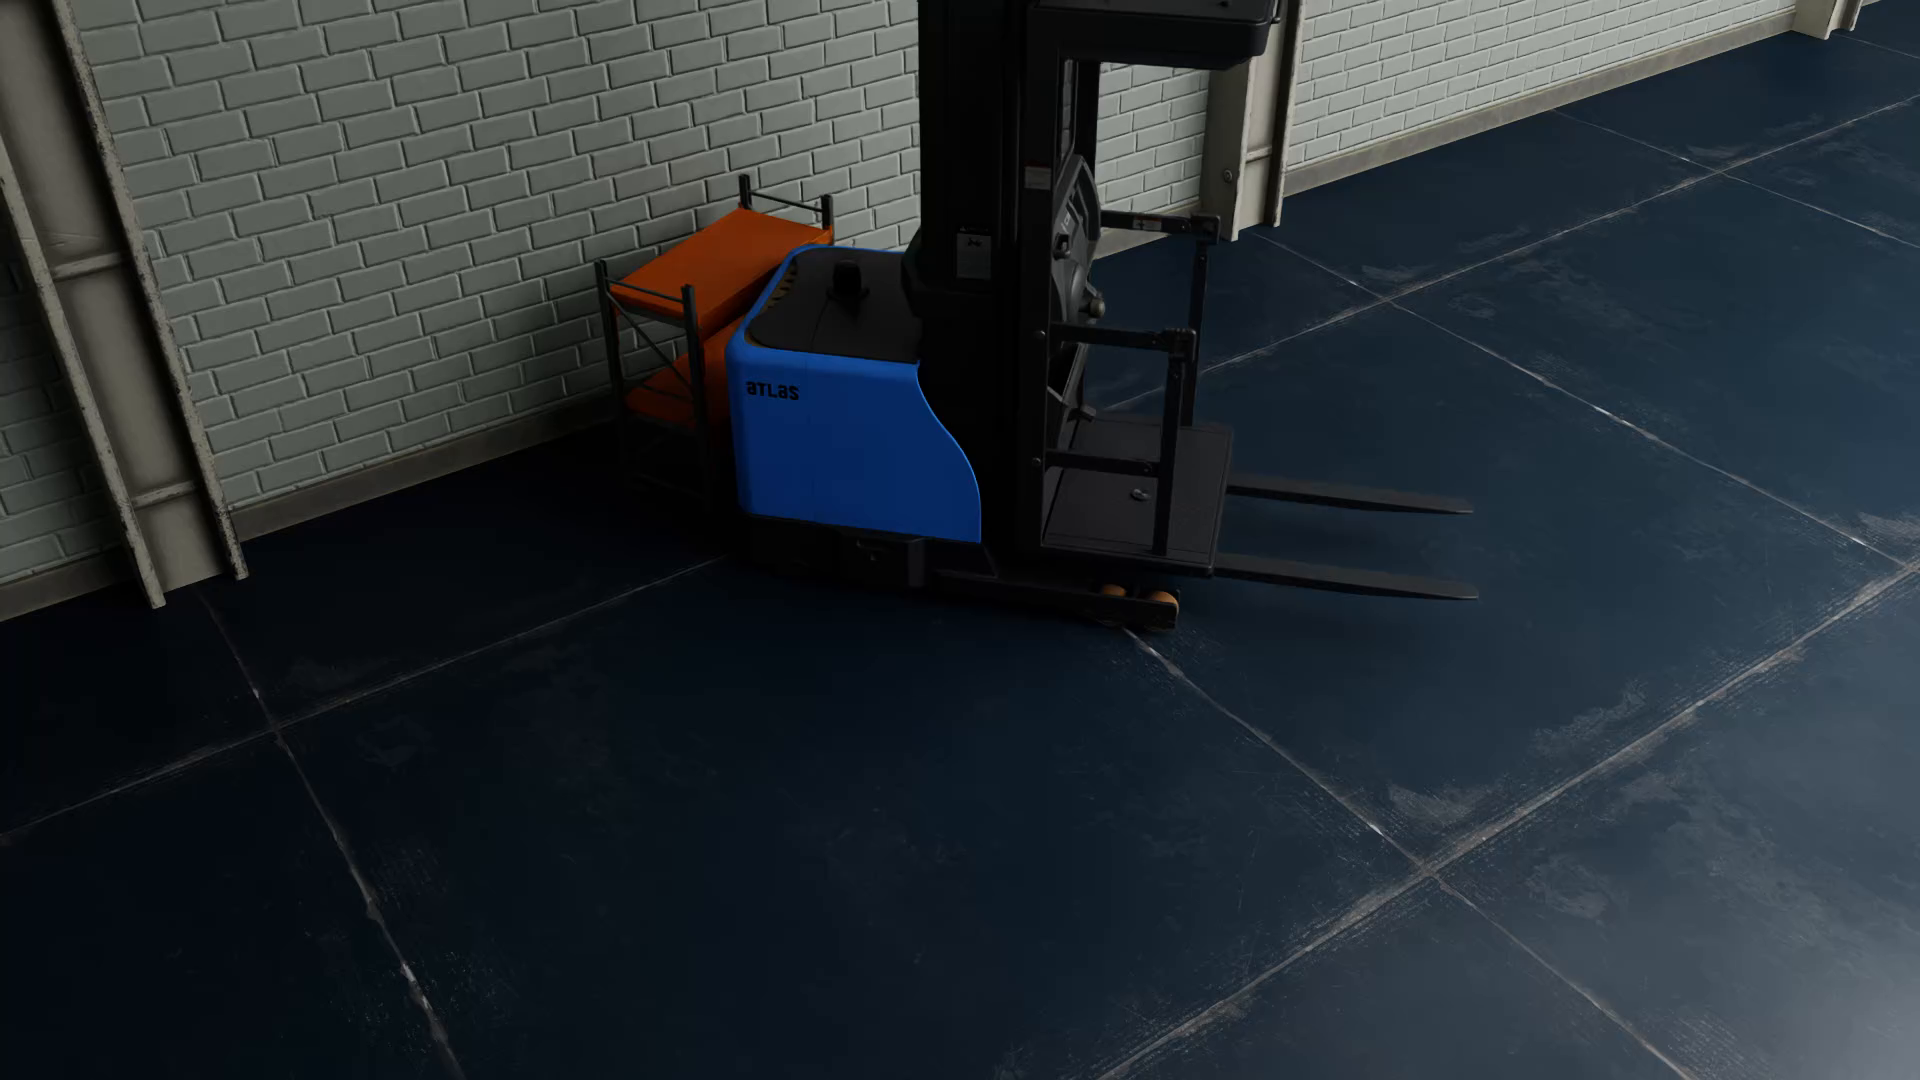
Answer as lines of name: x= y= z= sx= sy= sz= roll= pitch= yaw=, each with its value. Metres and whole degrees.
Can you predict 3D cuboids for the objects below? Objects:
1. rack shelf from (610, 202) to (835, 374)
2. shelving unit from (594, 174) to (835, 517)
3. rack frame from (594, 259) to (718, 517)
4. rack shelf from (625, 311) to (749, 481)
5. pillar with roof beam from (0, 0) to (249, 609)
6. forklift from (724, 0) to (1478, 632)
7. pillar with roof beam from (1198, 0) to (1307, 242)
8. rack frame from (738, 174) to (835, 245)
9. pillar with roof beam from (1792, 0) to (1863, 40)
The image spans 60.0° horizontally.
rack shelf: x=-1.050 y=-1.135 z=7.363 sx=0.538 sy=0.278 sz=1.000 roll=19 pitch=40 yaw=24
shelving unit: x=-1.050 y=-0.897 z=7.534 sx=0.538 sy=1.125 sz=1.048 roll=19 pitch=40 yaw=24
rack frame: x=-1.304 y=-0.640 z=7.177 sx=0.500 sy=1.125 sz=0.032 roll=19 pitch=40 yaw=24
rack shelf: x=-1.050 y=-0.699 z=7.677 sx=0.538 sy=0.278 sz=1.000 roll=19 pitch=40 yaw=24
pillar with roof beam: x=-0.777 y=-1.452 z=1.562 sx=0.400 sy=9.000 sz=9.100 roll=-22 pitch=41 yaw=-28
forklift: x=0.633 y=-1.158 z=6.350 sx=3.031 sy=2.935 sz=1.130 roll=7 pitch=36 yaw=10
pillar with roof beam: x=4.127 y=-3.471 z=4.368 sx=0.400 sy=9.000 sz=9.100 roll=-22 pitch=41 yaw=-28
rack frame: x=-0.796 y=-1.155 z=7.891 sx=0.500 sy=1.125 sz=0.032 roll=19 pitch=40 yaw=24
pillar with roof beam: x=9.032 y=-5.489 z=7.174 sx=0.400 sy=9.000 sz=9.100 roll=-22 pitch=41 yaw=-28
